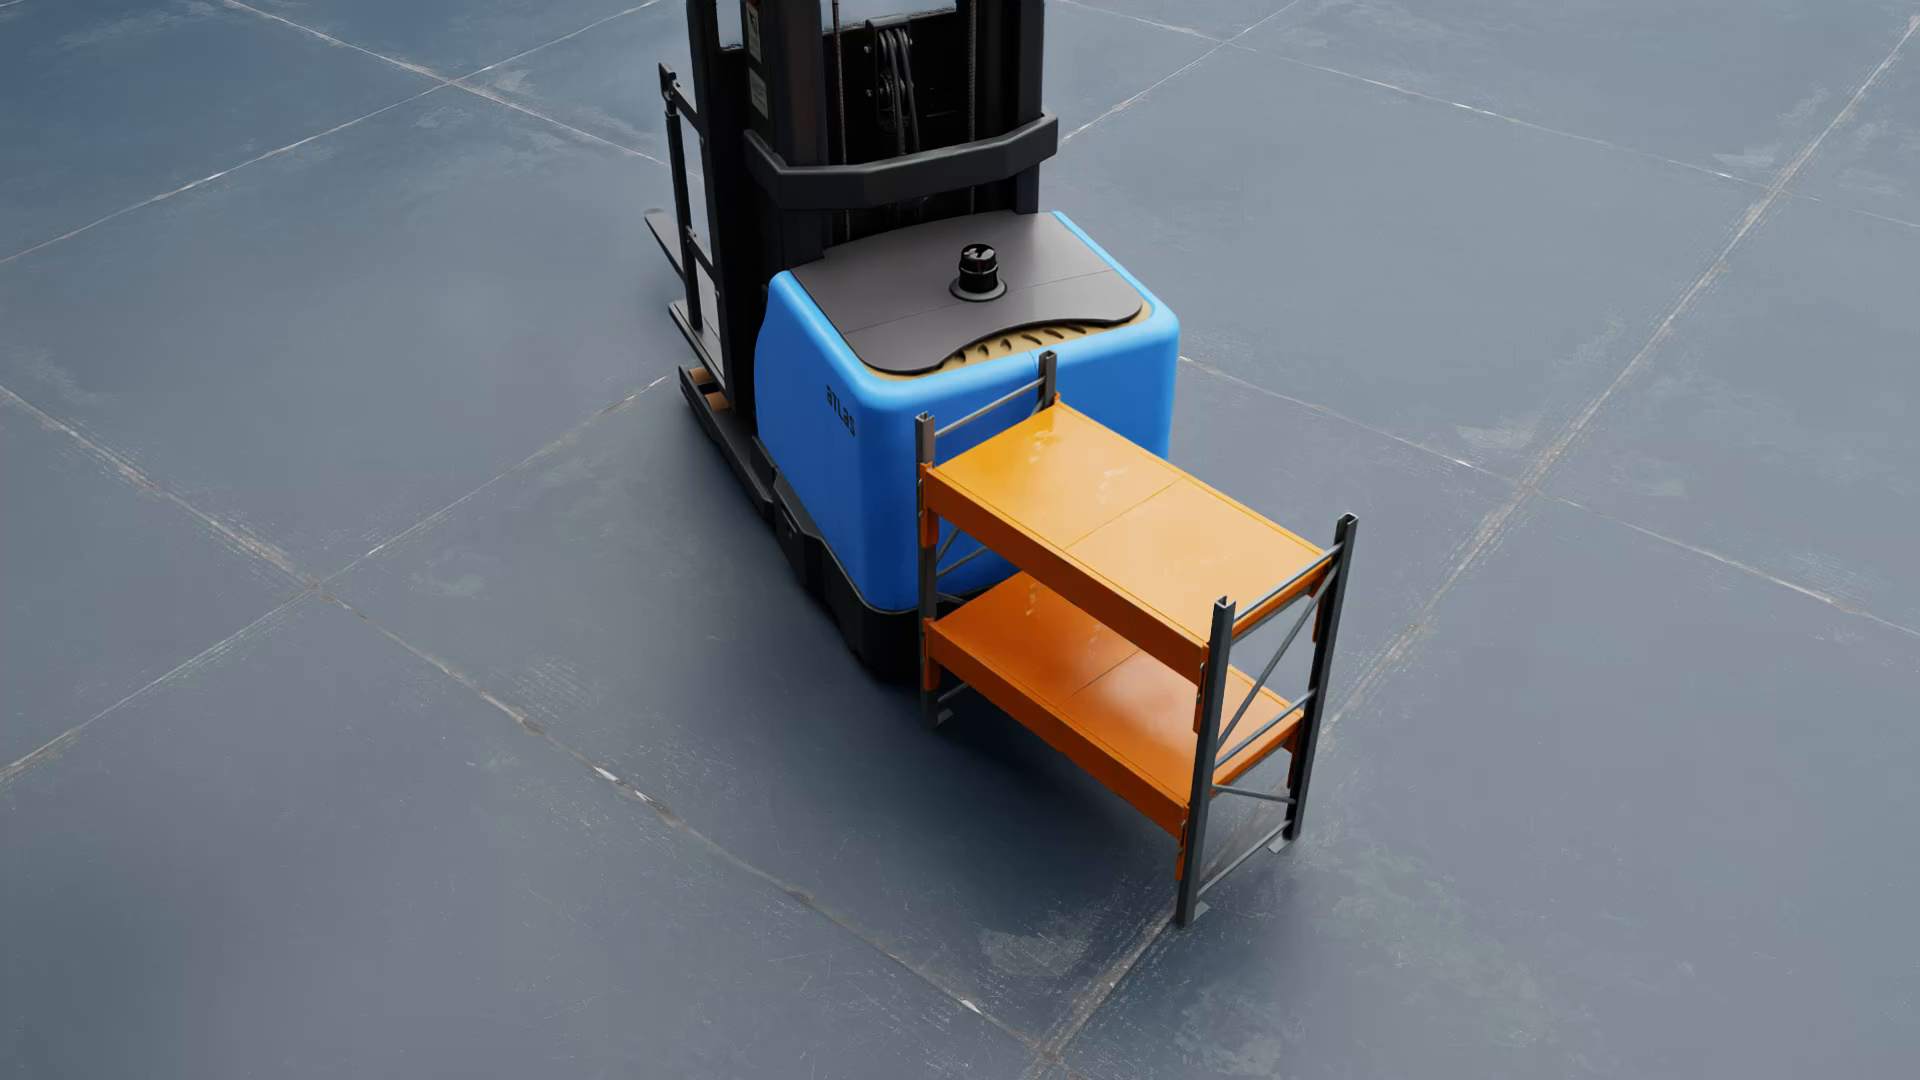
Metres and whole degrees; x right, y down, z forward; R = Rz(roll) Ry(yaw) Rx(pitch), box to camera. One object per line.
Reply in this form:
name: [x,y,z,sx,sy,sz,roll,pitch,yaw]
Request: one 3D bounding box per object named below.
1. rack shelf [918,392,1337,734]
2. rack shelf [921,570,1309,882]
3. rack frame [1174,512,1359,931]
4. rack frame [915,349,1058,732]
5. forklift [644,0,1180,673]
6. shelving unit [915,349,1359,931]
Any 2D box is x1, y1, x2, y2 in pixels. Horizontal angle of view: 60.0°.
rack shelf: [0.421,0.025,4.331,0.538,0.278,1.000,-30,47,-32]
rack shelf: [0.421,0.448,4.662,0.538,0.278,1.000,-30,47,-32]
rack frame: [0.766,0.485,4.218,0.500,1.125,0.032,-30,47,-32]
rack frame: [0.076,0.025,4.805,0.500,1.125,0.032,-30,47,-32]
forklift: [-0.420,-1.649,5.479,1.130,2.935,3.031,-16,41,-20]
shelving unit: [0.421,0.255,4.511,0.538,1.125,1.048,-30,47,-32]
